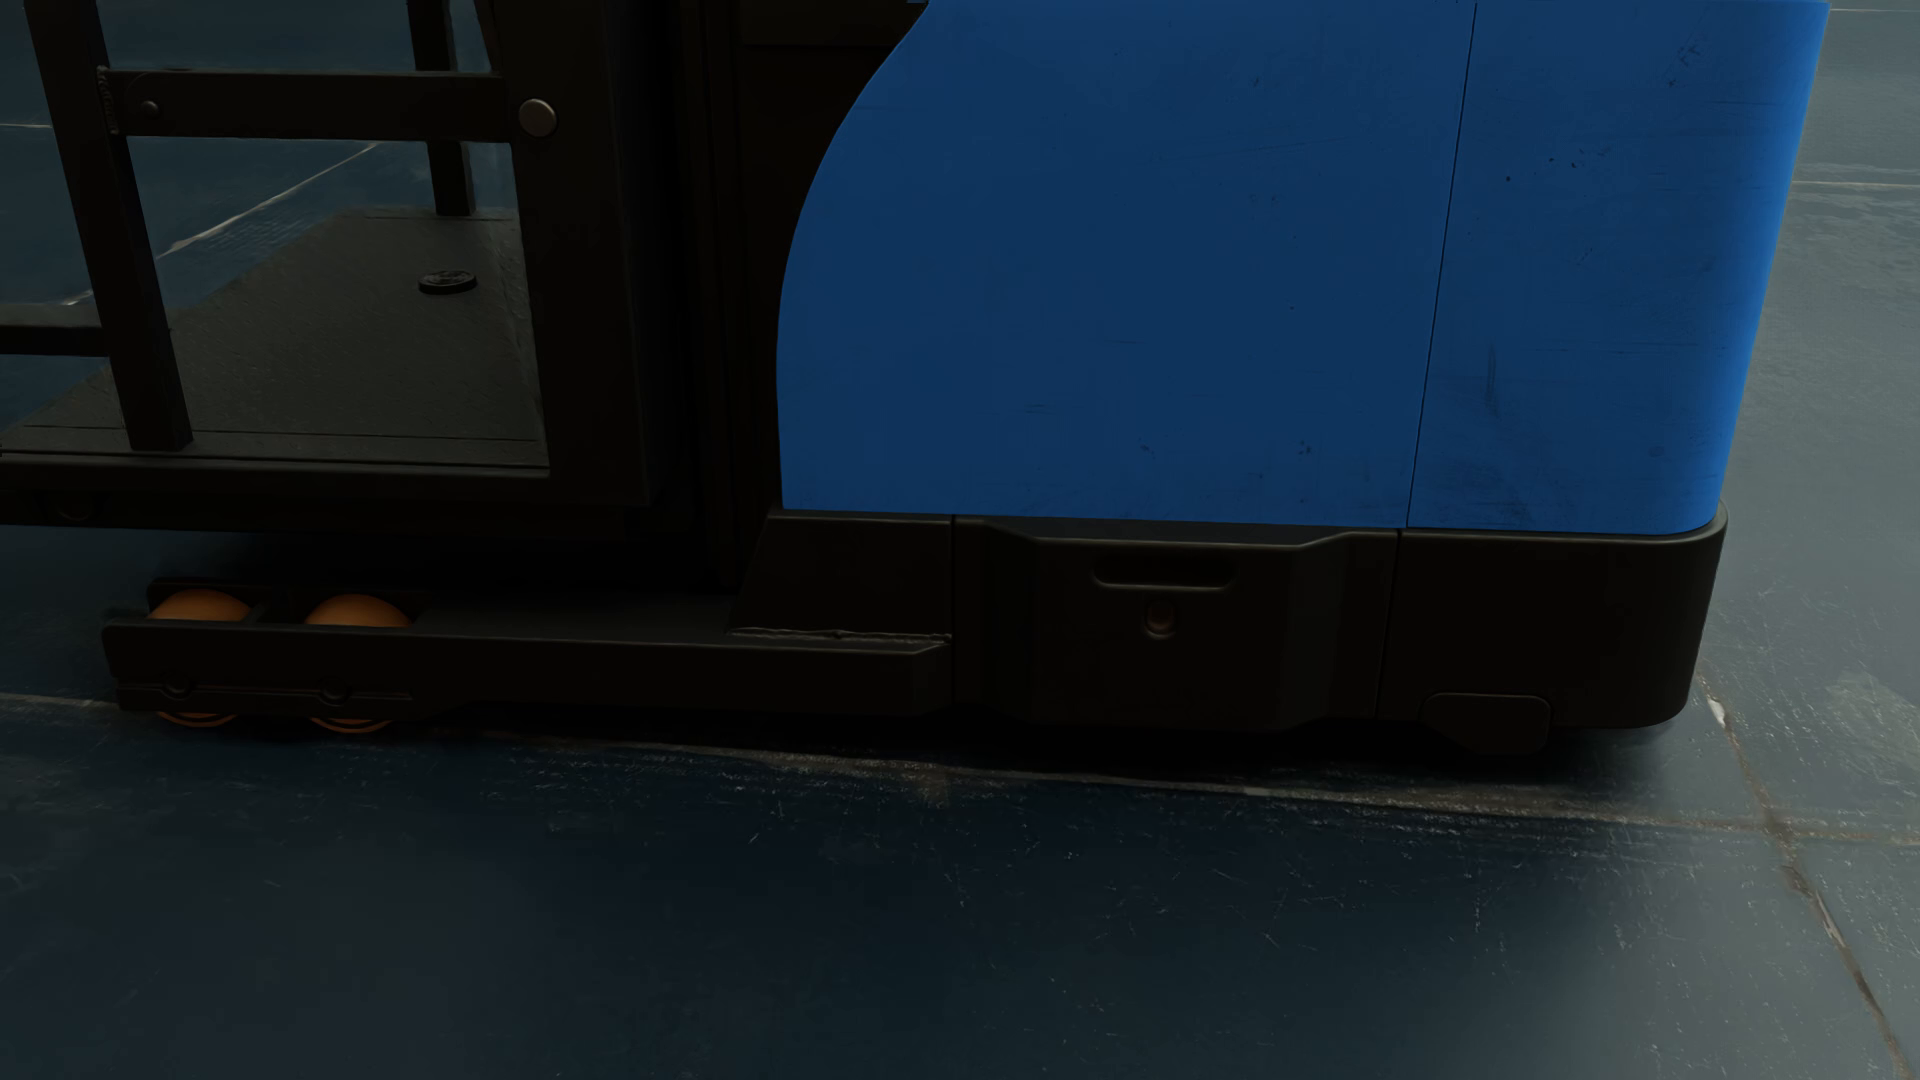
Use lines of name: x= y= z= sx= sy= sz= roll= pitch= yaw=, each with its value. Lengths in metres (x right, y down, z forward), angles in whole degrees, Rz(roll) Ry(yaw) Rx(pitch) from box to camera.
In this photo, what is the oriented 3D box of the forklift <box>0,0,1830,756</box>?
forklift: x=-0.616 y=-1.309 z=1.840 sx=3.031 sy=2.935 sz=1.130 roll=2 pitch=27 yaw=4
